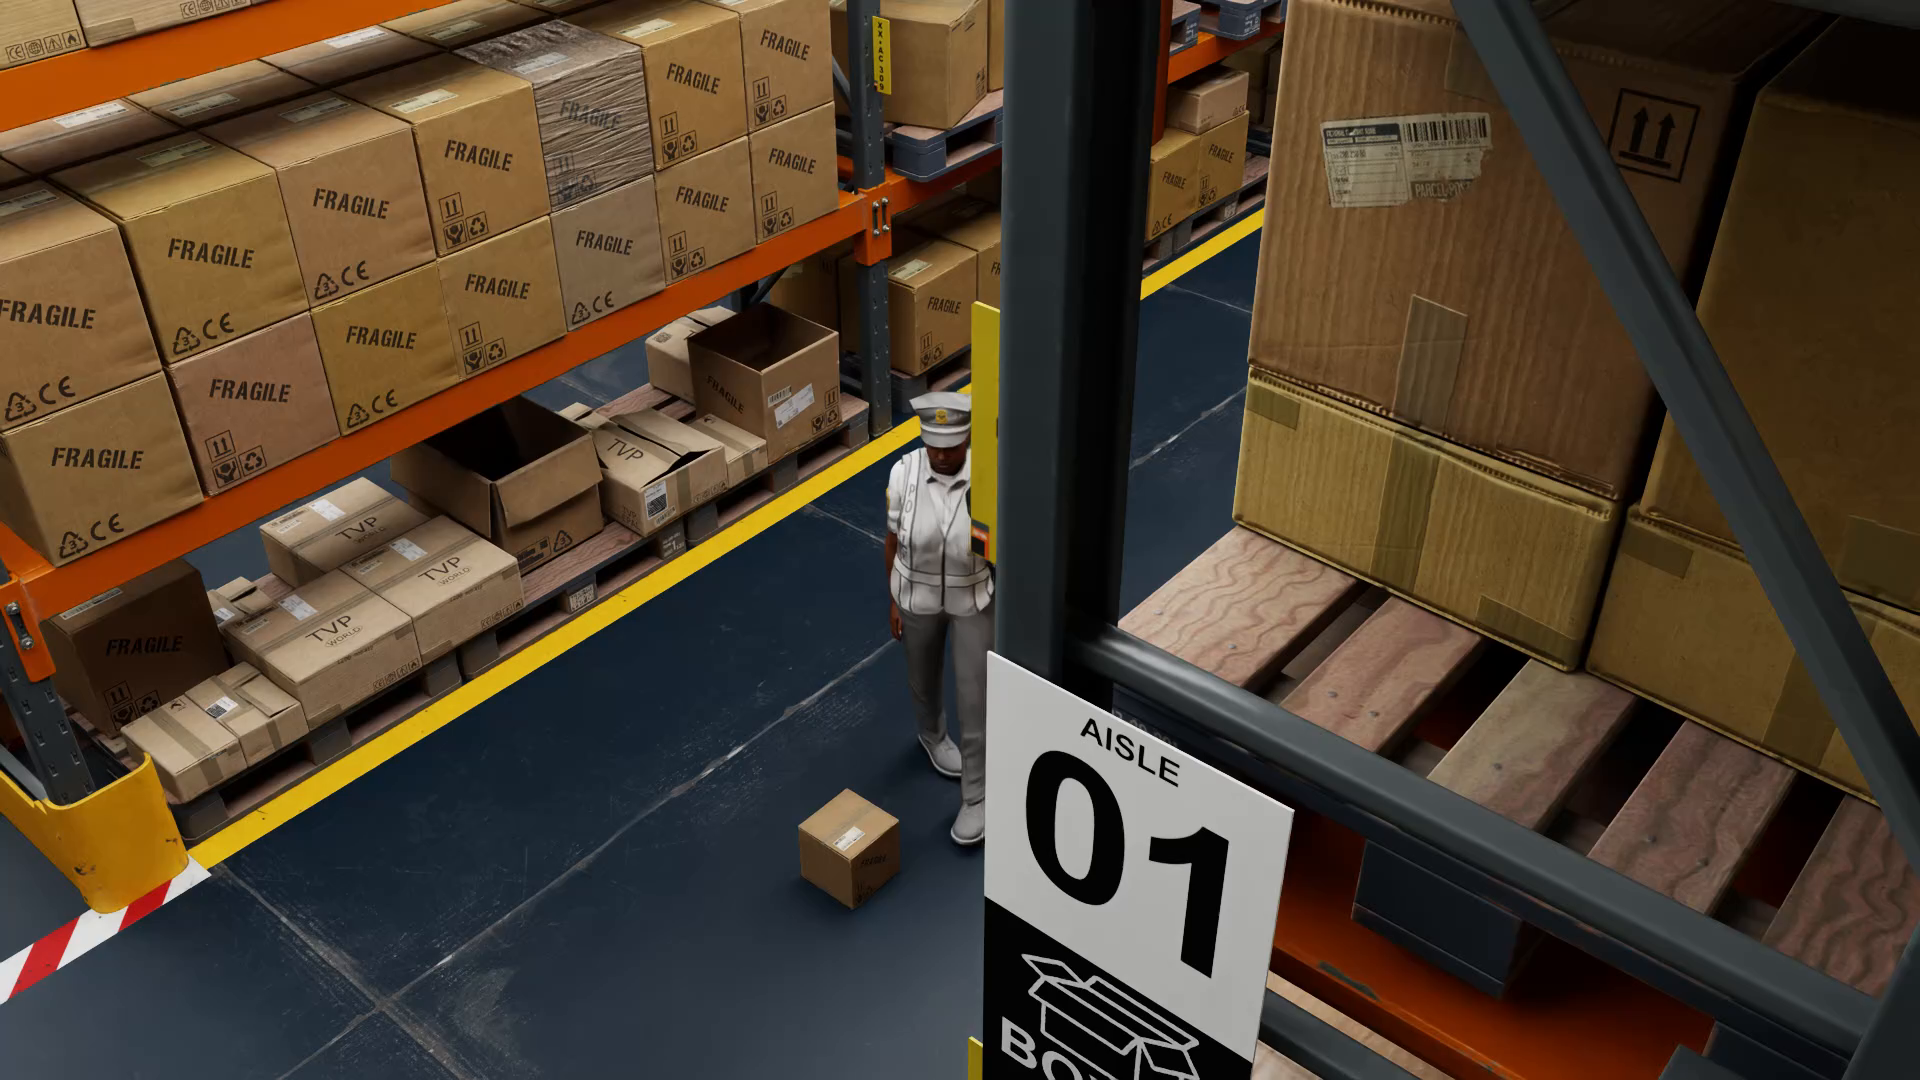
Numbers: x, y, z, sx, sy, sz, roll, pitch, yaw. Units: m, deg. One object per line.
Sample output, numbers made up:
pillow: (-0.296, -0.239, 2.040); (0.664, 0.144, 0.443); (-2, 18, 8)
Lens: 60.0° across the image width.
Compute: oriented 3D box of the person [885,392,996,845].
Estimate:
person: (-0.046, 0.260, 5.753); (0.454, 1.669, 0.640); (3, 35, 5)
